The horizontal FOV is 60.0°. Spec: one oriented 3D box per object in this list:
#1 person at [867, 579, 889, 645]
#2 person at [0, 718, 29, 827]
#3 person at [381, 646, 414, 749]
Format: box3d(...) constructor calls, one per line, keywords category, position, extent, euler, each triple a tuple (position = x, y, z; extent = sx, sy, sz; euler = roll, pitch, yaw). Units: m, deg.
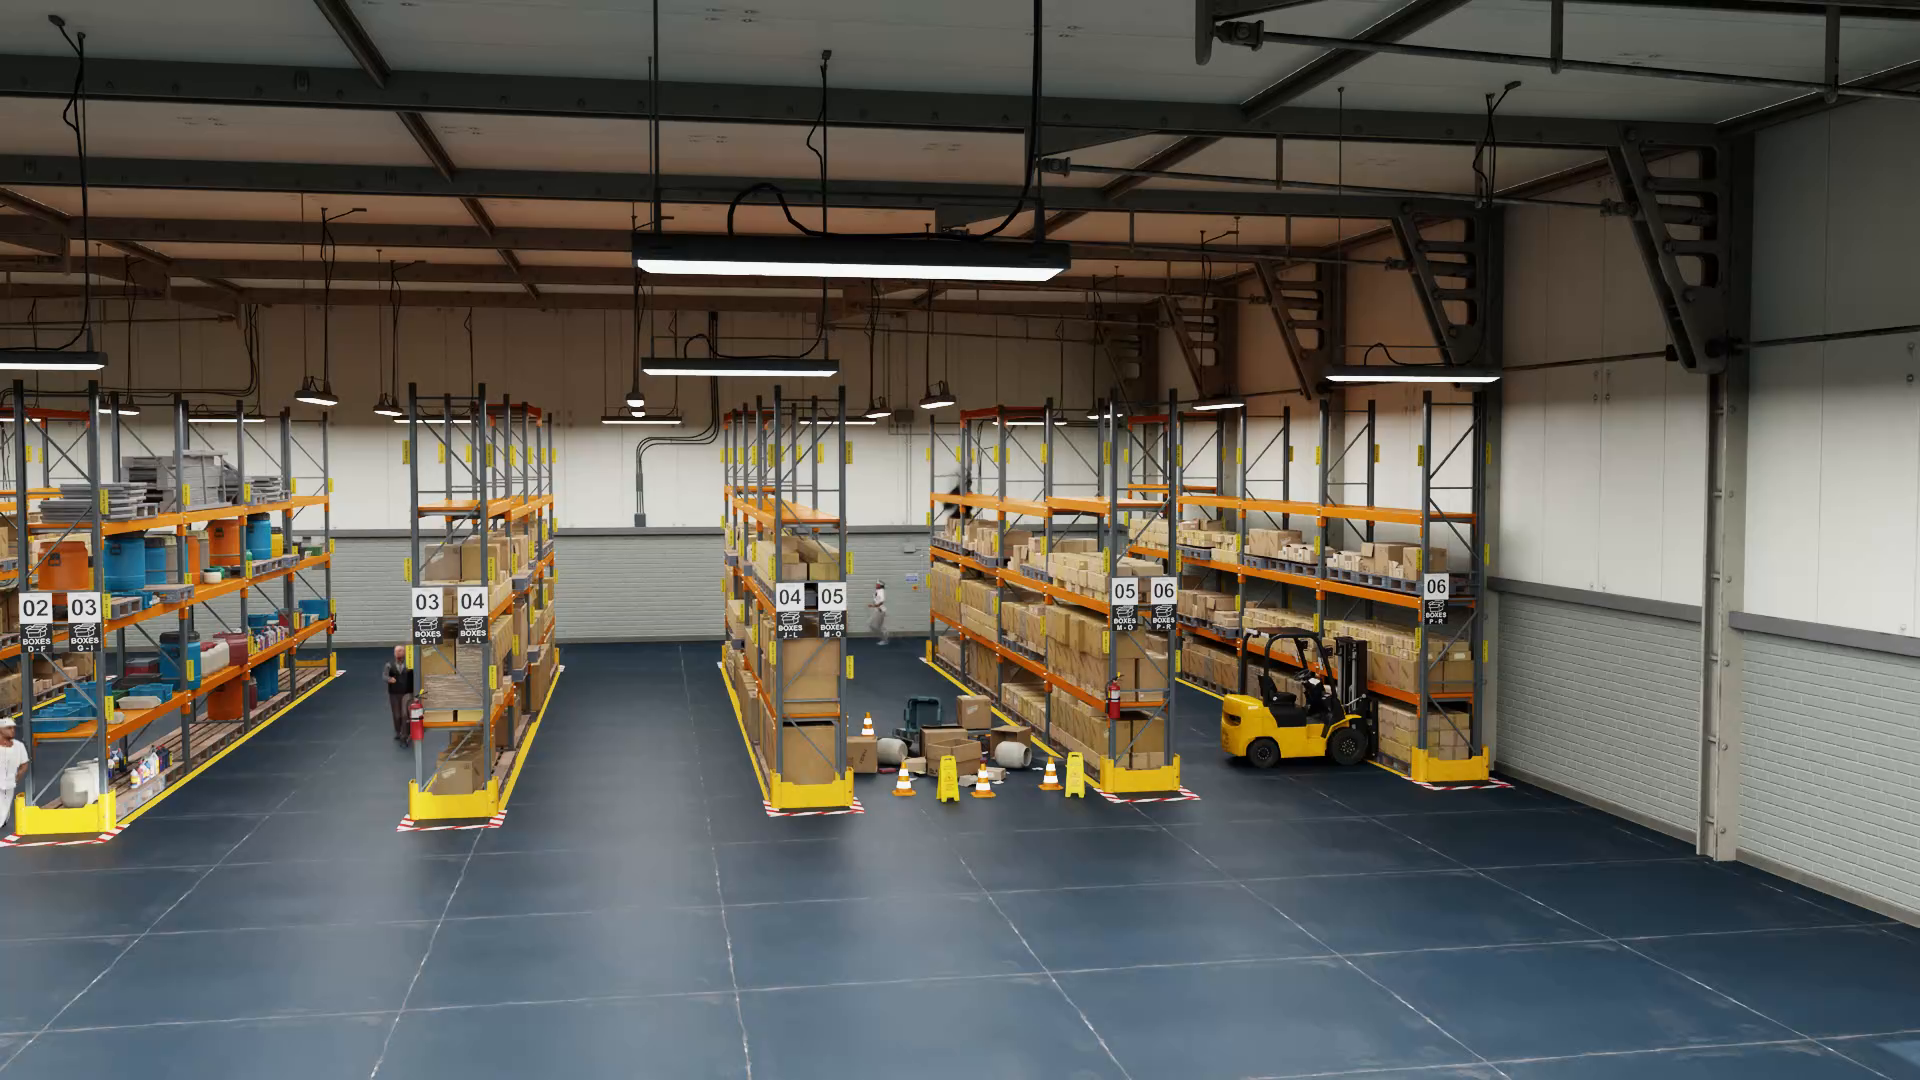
box3d(category="person", position=(-2.062, 1.792, 41.492), extent=(0.562, 1.665, 0.561), euler=(-1, 3, -13))
box3d(category="person", position=(-11.974, 3.087, 20.772), extent=(0.600, 1.727, 0.692), euler=(1, 3, 24))
box3d(category="person", position=(-9.649, 2.704, 28.745), extent=(0.661, 1.757, 0.822), euler=(-1, 3, -10))
